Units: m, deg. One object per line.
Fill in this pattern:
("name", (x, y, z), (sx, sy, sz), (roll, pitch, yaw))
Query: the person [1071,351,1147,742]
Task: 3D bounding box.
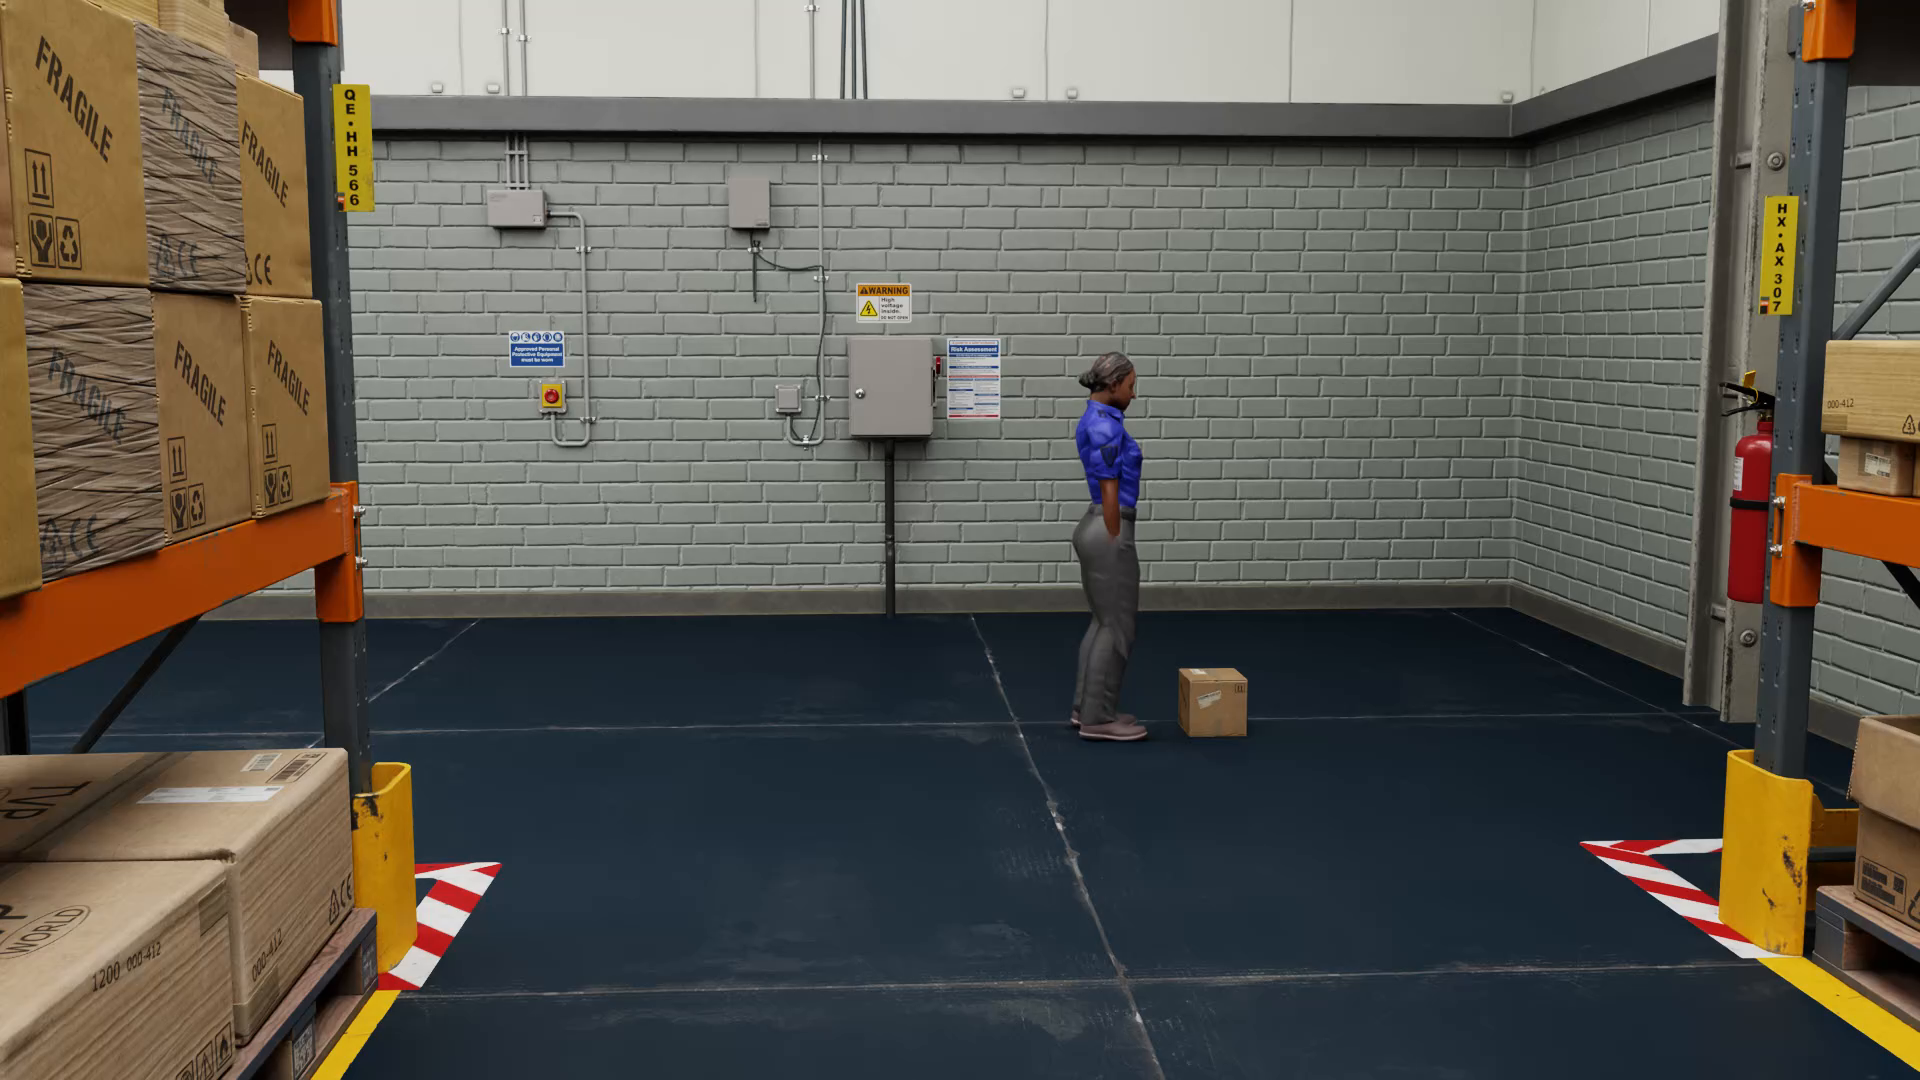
("person", (0.643, 0.020, 7.158), (0.308, 1.653, 0.439), (0, 7, -3))
